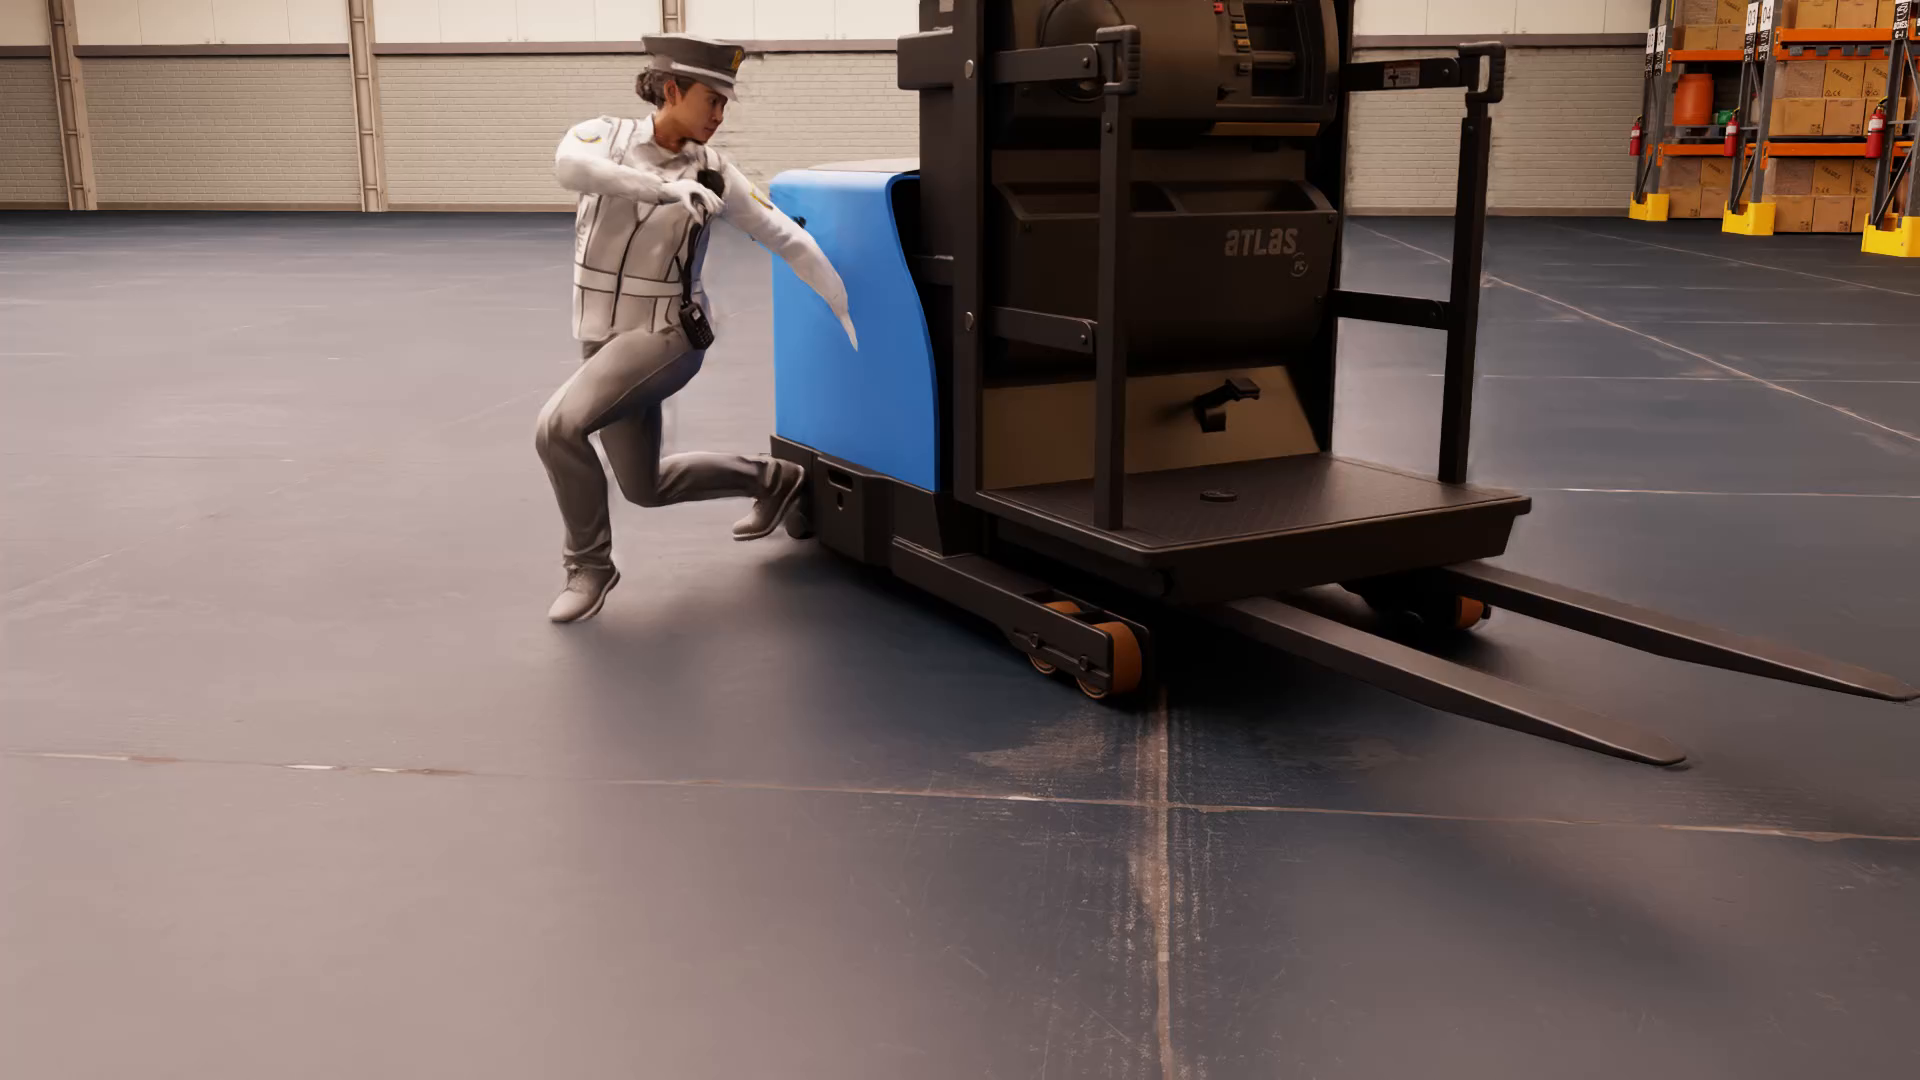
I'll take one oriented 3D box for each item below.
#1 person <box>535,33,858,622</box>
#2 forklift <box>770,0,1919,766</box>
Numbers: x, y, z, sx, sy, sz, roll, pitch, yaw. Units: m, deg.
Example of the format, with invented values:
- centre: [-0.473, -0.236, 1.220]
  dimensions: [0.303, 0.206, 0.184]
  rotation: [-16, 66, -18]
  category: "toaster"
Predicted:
- centre: [-0.668, -0.547, 4.260]
  dimensions: [0.670, 1.443, 0.917]
  rotation: [6, 15, 25]
  category: "person"
- centre: [0.606, -1.209, 3.680]
  dimensions: [1.130, 2.935, 3.031]
  rotation: [-7, 15, -29]
  category: "forklift"
